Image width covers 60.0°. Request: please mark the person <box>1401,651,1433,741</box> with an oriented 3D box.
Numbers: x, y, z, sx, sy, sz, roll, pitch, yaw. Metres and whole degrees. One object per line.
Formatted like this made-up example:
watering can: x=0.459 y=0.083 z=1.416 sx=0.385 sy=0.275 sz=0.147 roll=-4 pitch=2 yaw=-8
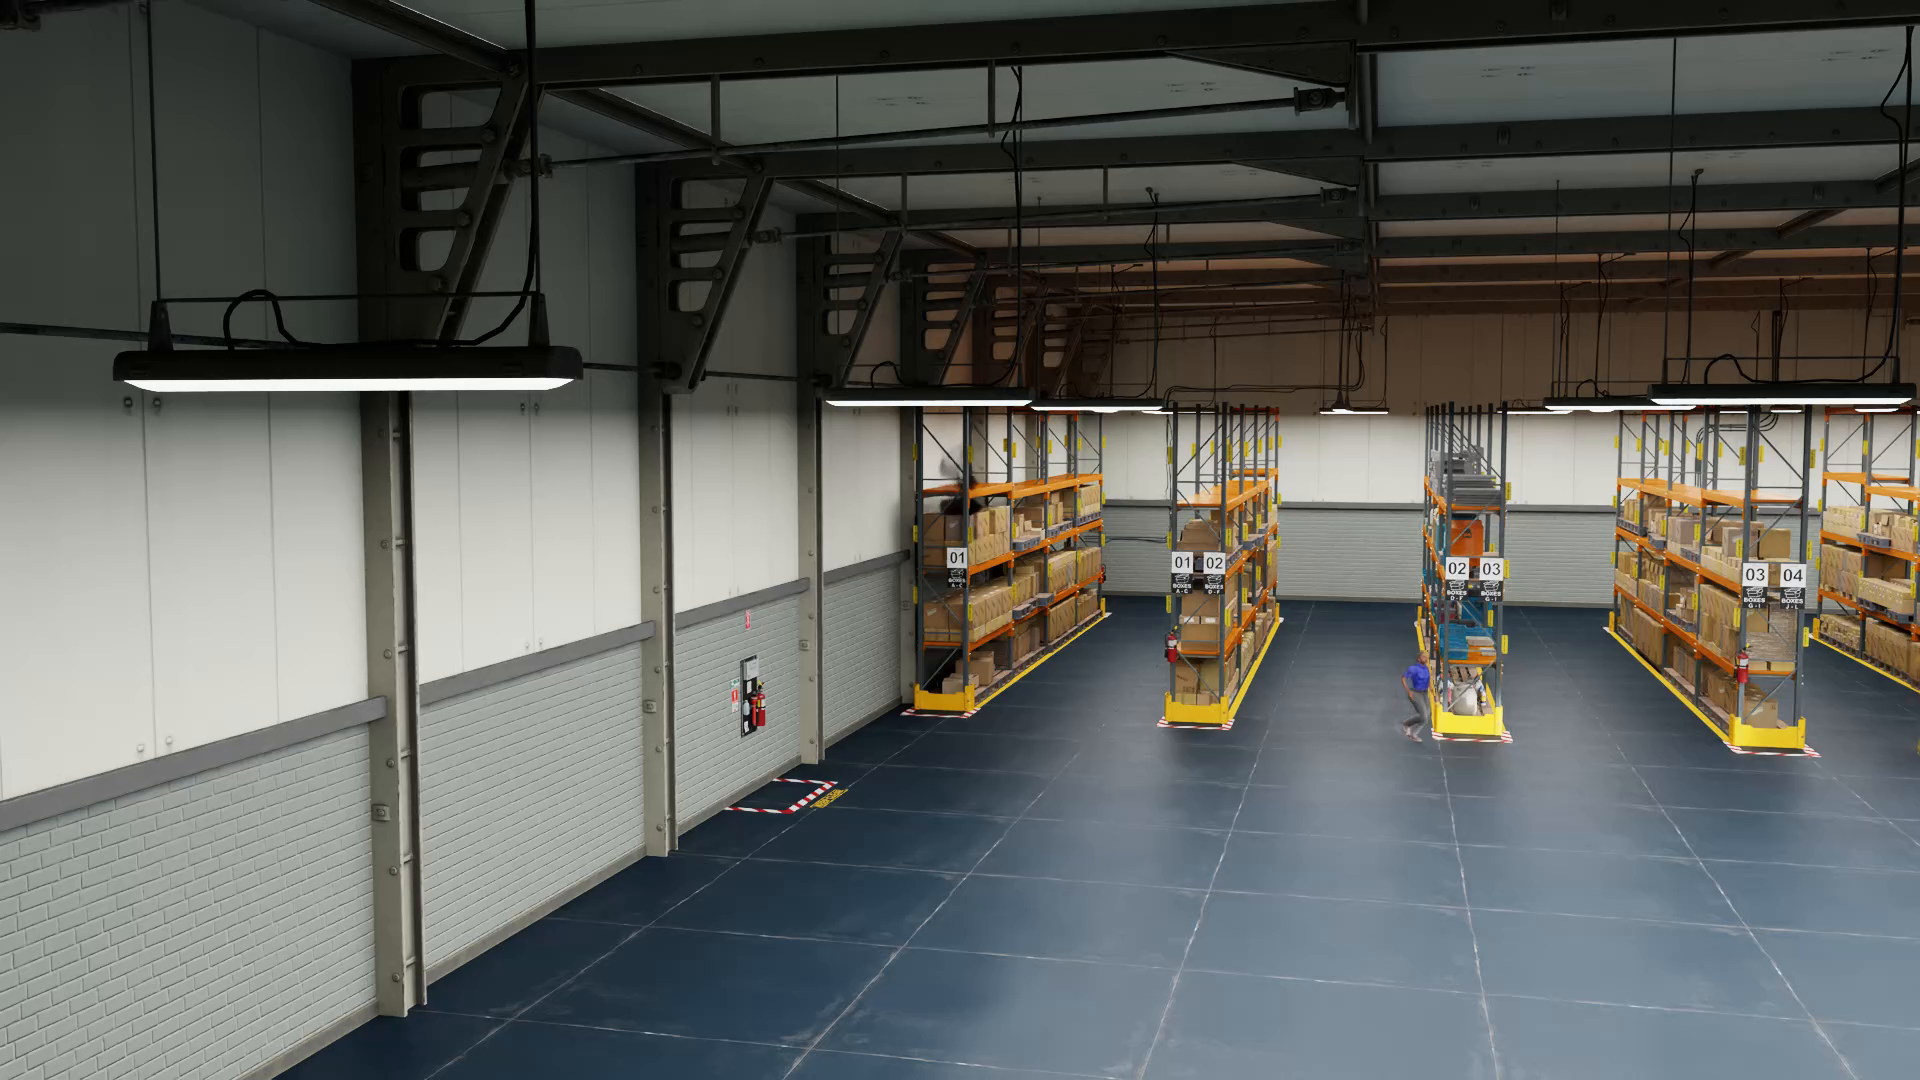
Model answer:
person: x=8.118 y=2.758 z=29.340 sx=0.567 sy=1.591 sz=0.525 roll=-3 pitch=5 yaw=-37
